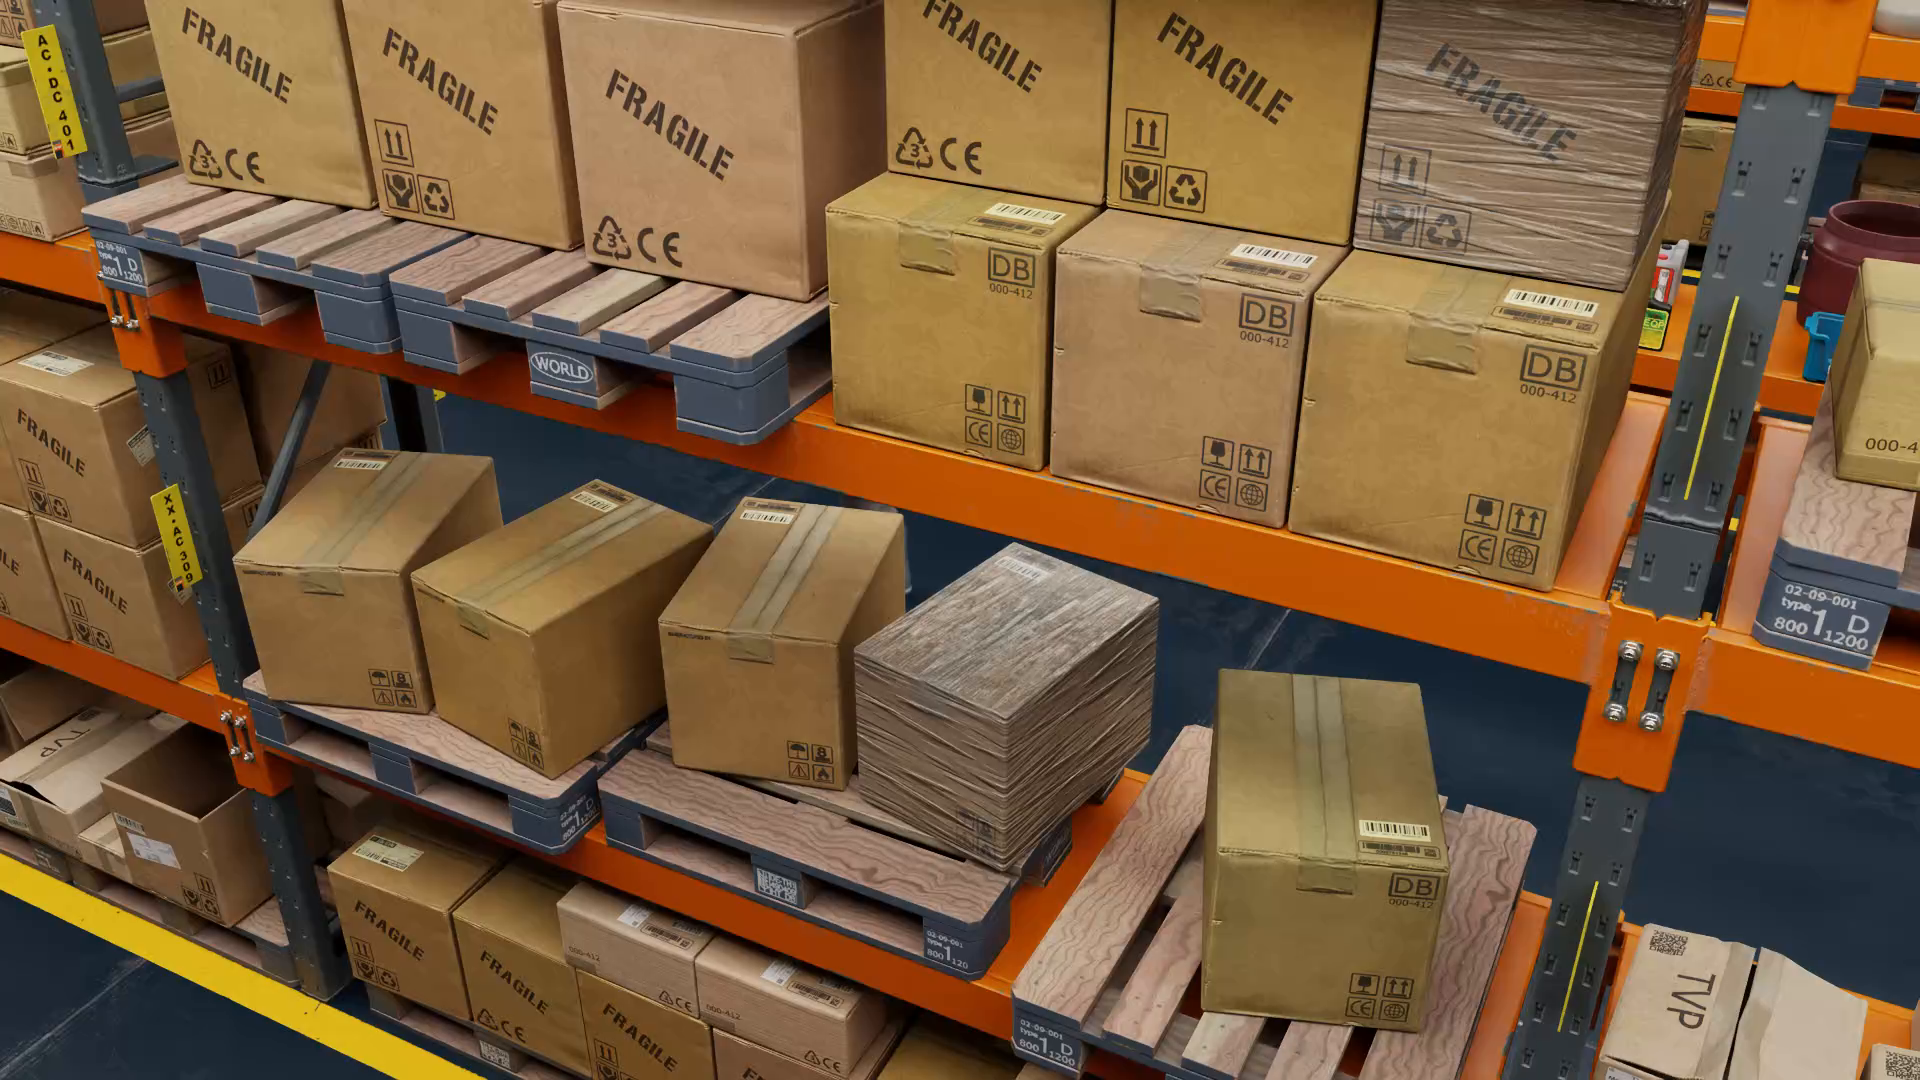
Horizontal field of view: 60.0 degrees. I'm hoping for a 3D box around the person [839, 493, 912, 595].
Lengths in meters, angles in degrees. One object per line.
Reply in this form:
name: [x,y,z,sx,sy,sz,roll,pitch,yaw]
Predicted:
person: [-0.436,-0.411,7.842,0.339,1.700,0.435,15,34,24]
